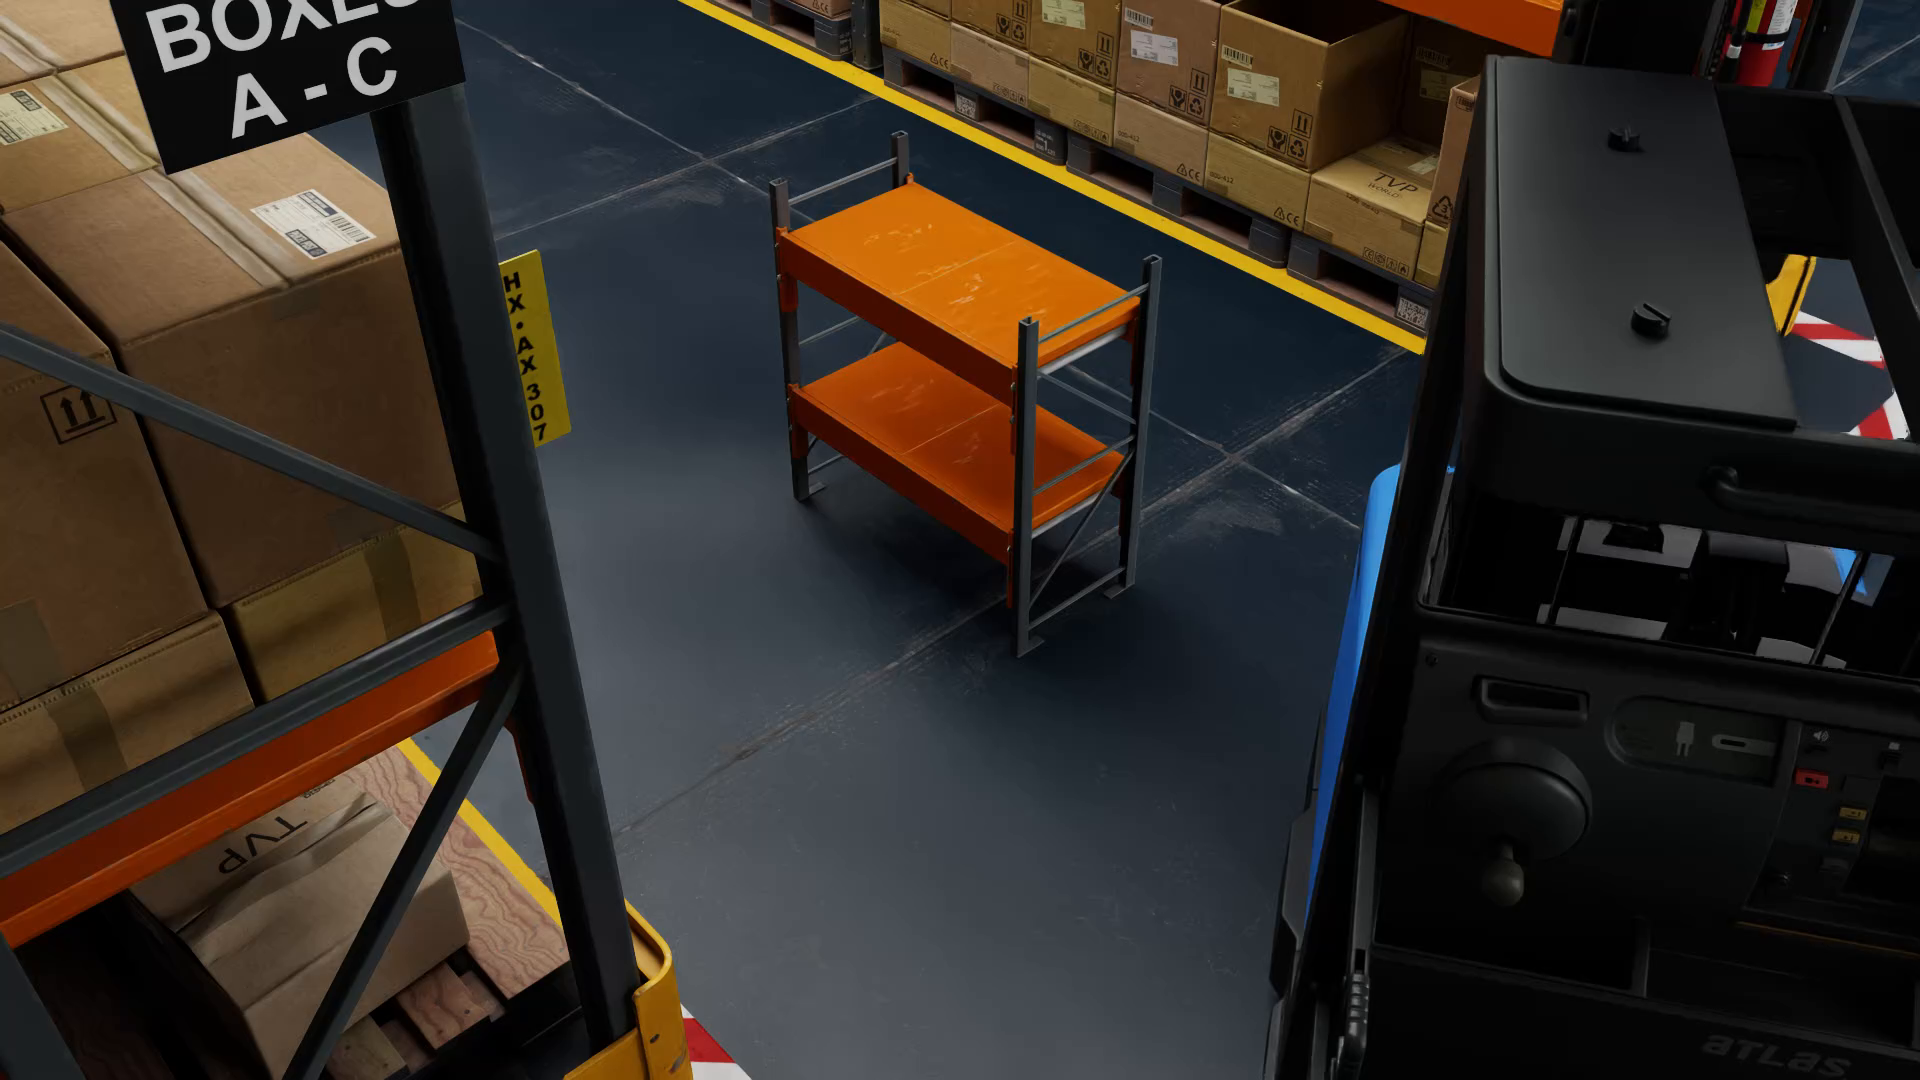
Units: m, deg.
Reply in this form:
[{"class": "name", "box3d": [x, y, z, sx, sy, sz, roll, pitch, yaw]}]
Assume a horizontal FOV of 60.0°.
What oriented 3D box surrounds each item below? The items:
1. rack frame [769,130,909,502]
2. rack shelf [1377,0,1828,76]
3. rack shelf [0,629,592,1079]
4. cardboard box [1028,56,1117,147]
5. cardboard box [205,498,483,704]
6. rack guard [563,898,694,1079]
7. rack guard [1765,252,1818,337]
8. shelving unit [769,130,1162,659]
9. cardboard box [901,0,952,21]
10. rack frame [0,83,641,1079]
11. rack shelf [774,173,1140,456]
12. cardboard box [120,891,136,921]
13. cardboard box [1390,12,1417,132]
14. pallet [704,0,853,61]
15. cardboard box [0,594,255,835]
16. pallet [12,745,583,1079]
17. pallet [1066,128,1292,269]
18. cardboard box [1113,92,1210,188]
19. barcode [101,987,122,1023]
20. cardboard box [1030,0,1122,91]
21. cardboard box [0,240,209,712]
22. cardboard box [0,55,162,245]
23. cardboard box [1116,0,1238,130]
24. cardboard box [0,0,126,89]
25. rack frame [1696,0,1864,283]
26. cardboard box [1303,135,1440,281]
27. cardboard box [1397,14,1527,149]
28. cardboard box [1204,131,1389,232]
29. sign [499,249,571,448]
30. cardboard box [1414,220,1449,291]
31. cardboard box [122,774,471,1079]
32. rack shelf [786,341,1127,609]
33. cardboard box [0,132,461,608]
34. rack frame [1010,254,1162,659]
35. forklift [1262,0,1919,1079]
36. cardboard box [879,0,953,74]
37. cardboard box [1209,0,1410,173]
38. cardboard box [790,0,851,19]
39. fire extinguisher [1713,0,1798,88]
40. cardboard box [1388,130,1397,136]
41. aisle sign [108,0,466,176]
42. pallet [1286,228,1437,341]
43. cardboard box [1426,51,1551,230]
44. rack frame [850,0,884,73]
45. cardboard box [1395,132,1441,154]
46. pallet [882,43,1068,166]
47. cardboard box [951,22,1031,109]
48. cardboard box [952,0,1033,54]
[{"class": "rack frame", "box3d": [-0.348, -0.676, 5.192, 0.500, 1.125, 0.032, -30, 48, -32]}, {"class": "rack shelf", "box3d": [1.238, -2.465, 6.487, 1.077, 0.370, 4.000, -30, 48, -32]}, {"class": "rack shelf", "box3d": [-2.409, -0.358, 3.878, 1.077, 0.370, 4.000, -30, 48, -32]}, {"class": "cardboard box", "box3d": [0.644, -1.953, 7.135, 0.500, 0.250, 0.500, -30, 48, -32]}, {"class": "cardboard box", "box3d": [-1.152, -0.022, 2.994, 0.500, 0.250, 0.500, -31, 48, -33]}, {"class": "rack guard", "box3d": [-1.107, 1.225, 3.335, 1.175, 0.500, 0.348, -30, 48, -32]}, {"class": "rack guard", "box3d": [2.607, -0.835, 5.886, 1.175, 0.500, 0.348, -30, 48, -32]}, {"class": "shelving unit", "box3d": [-0.005, -0.441, 4.900, 0.538, 1.125, 1.048, -30, 48, -32]}, {"class": "cardboard box", "box3d": [-0.032, -2.708, 7.473, 0.500, 0.500, 0.500, -30, 48, -32]}, {"class": "rack frame", "box3d": [-1.056, 0.288, 2.506, 1.000, 3.000, 0.127, -30, 48, -32]}, {"class": "rack shelf", "box3d": [-0.005, -0.668, 4.717, 0.538, 0.278, 1.000, -30, 48, -32]}, {"class": "cardboard box", "box3d": [-1.843, 0.540, 3.983, 0.500, 0.311, 0.500, -26, 46, -28]}, {"class": "cardboard box", "box3d": [1.704, -2.004, 6.601, 0.500, 0.500, 0.500, -30, 48, -32]}, {"class": "pallet", "box3d": [-0.642, -2.910, 8.685, 1.003, 0.211, 1.213, -30, 48, -32]}, {"class": "cardboard box", "box3d": [-1.515, 0.205, 2.713, 0.500, 0.250, 0.500, -29, 47, -31]}, {"class": "pallet", "box3d": [-1.631, 0.947, 3.910, 1.003, 0.211, 1.213, -30, 48, -32]}, {"class": "pallet", "box3d": [1.221, -1.635, 7.106, 1.003, 0.211, 1.213, -30, 48, -32]}, {"class": "cardboard box", "box3d": [0.987, -1.724, 6.852, 0.500, 0.250, 0.500, -30, 48, -32]}, {"class": "barcode", "box3d": [-1.765, 0.962, 3.454, 0.001, 0.075, 0.075, -30, 48, -32]}, {"class": "cardboard box", "box3d": [0.644, -2.245, 6.900, 0.500, 0.500, 0.500, -30, 48, -32]}, {"class": "cardboard box", "box3d": [-1.531, -0.081, 2.470, 0.500, 0.500, 0.500, -31, 48, -32]}, {"class": "cardboard box", "box3d": [-1.484, -0.535, 3.032, 0.500, 0.500, 0.500, -30, 48, -32]}, {"class": "cardboard box", "box3d": [0.984, -2.015, 6.614, 0.500, 0.500, 0.500, -30, 48, -32]}, {"class": "cardboard box", "box3d": [-1.829, -0.777, 3.331, 0.500, 0.500, 0.500, -32, 49, -33]}, {"class": "rack frame", "box3d": [2.590, -1.819, 5.115, 1.000, 3.000, 0.127, -30, 48, -32]}, {"class": "cardboard box", "box3d": [1.663, -1.262, 6.279, 0.500, 0.250, 0.500, -30, 48, -32]}, {"class": "cardboard box", "box3d": [2.052, -1.778, 6.321, 0.500, 0.500, 0.500, -30, 48, -32]}, {"class": "cardboard box", "box3d": [1.324, -1.492, 6.564, 0.500, 0.250, 0.500, -30, 48, -32]}, {"class": "sign", "box3d": [-0.656, -0.280, 2.520, 0.100, 0.325, 0.005, -30, 48, -32]}, {"class": "cardboard box", "box3d": [2.010, -1.035, 5.999, 0.500, 0.250, 0.500, -30, 48, -32]}, {"class": "cardboard box", "box3d": [-1.458, 0.804, 3.657, 0.500, 0.311, 0.500, 29, 47, 31]}, {"class": "rack shelf", "box3d": [-0.005, -0.251, 5.054, 0.538, 0.278, 1.000, -30, 48, -32]}, {"class": "cardboard box", "box3d": [-1.157, -0.302, 2.743, 0.500, 0.500, 0.500, -30, 48, -32]}, {"class": "rack frame", "box3d": [0.339, -0.205, 4.609, 0.500, 1.125, 0.032, -30, 48, -32]}, {"class": "forklift", "box3d": [1.091, 0.475, 2.329, 1.130, 2.935, 3.031, 9, 40, 11]}, {"class": "cardboard box", "box3d": [-0.025, -2.420, 7.714, 0.500, 0.250, 0.500, -30, 48, -32]}, {"class": "cardboard box", "box3d": [1.321, -1.783, 6.327, 0.500, 0.500, 0.500, -30, 48, -32]}, {"class": "cardboard box", "box3d": [-0.609, -2.833, 8.224, 0.500, 0.250, 0.500, -30, 48, -32]}, {"class": "fire extinguisher", "box3d": [2.328, -1.537, 4.827, 0.296, 0.674, 0.183, -30, 48, -32]}, {"class": "cardboard box", "box3d": [1.713, -1.717, 6.842, 0.500, 0.250, 0.500, -30, 48, -32]}, {"class": "aisle sign", "box3d": [-0.786, -0.818, 1.806, 0.394, 0.787, 0.004, -30, 48, -32]}, {"class": "pallet", "box3d": [2.042, -1.070, 6.407, 1.003, 0.211, 1.213, -30, 48, -32]}, {"class": "cardboard box", "box3d": [2.008, -1.326, 5.762, 0.500, 0.500, 0.500, -30, 48, -32]}, {"class": "rack frame", "box3d": [-0.115, -3.670, 7.407, 1.000, 3.000, 0.127, -30, 48, -32]}, {"class": "cardboard box", "box3d": [2.051, -1.485, 6.556, 0.500, 0.250, 0.500, -30, 48, -32]}, {"class": "pallet", "box3d": [0.392, -2.200, 7.805, 1.003, 0.211, 1.213, -30, 48, -32]}, {"class": "cardboard box", "box3d": [0.310, -2.187, 7.424, 0.500, 0.250, 0.500, -30, 48, -32]}, {"class": "cardboard box", "box3d": [0.312, -2.480, 7.190, 0.500, 0.500, 0.500, -30, 48, -32]}]
